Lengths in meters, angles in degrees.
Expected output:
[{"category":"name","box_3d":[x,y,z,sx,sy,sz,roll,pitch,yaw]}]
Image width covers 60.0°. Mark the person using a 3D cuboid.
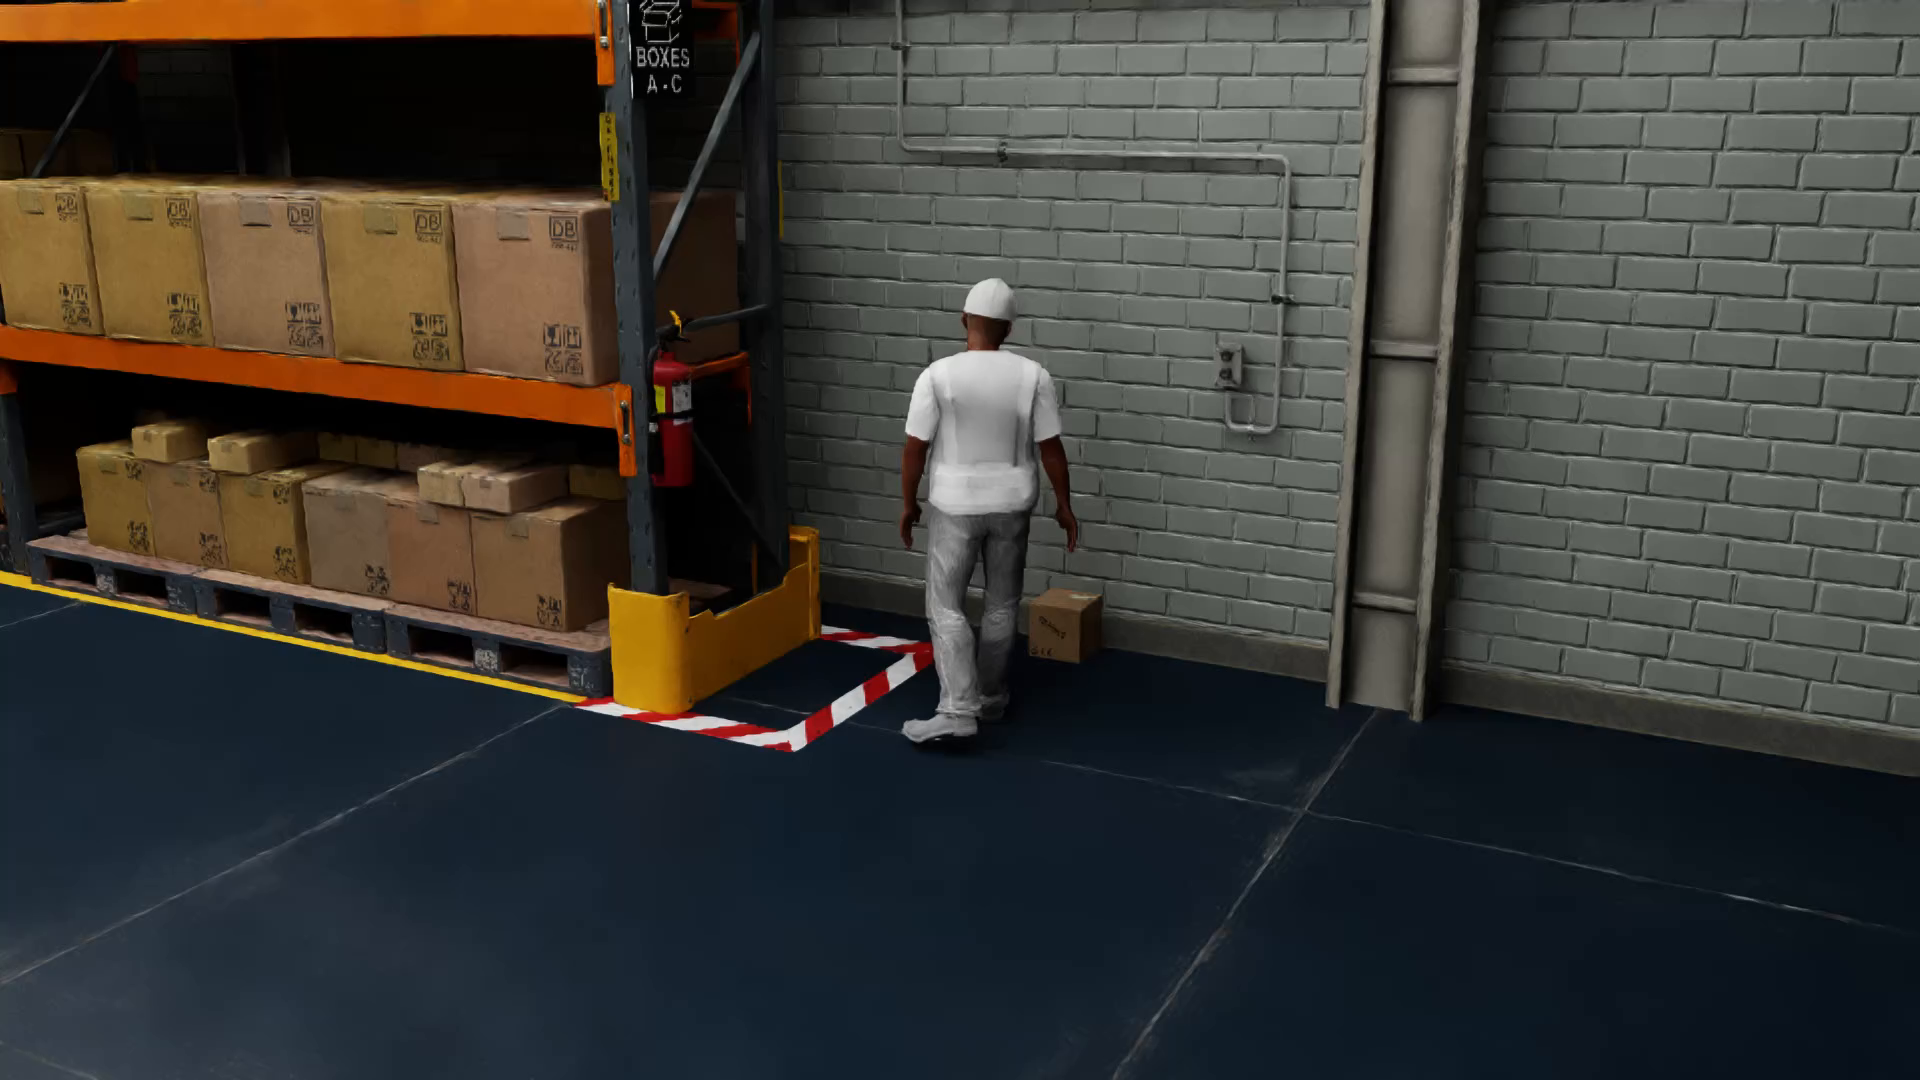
[{"category":"person","box_3d":[0.106,-0.113,6.379,0.708,1.766,0.645,-2,16,-8]}]
